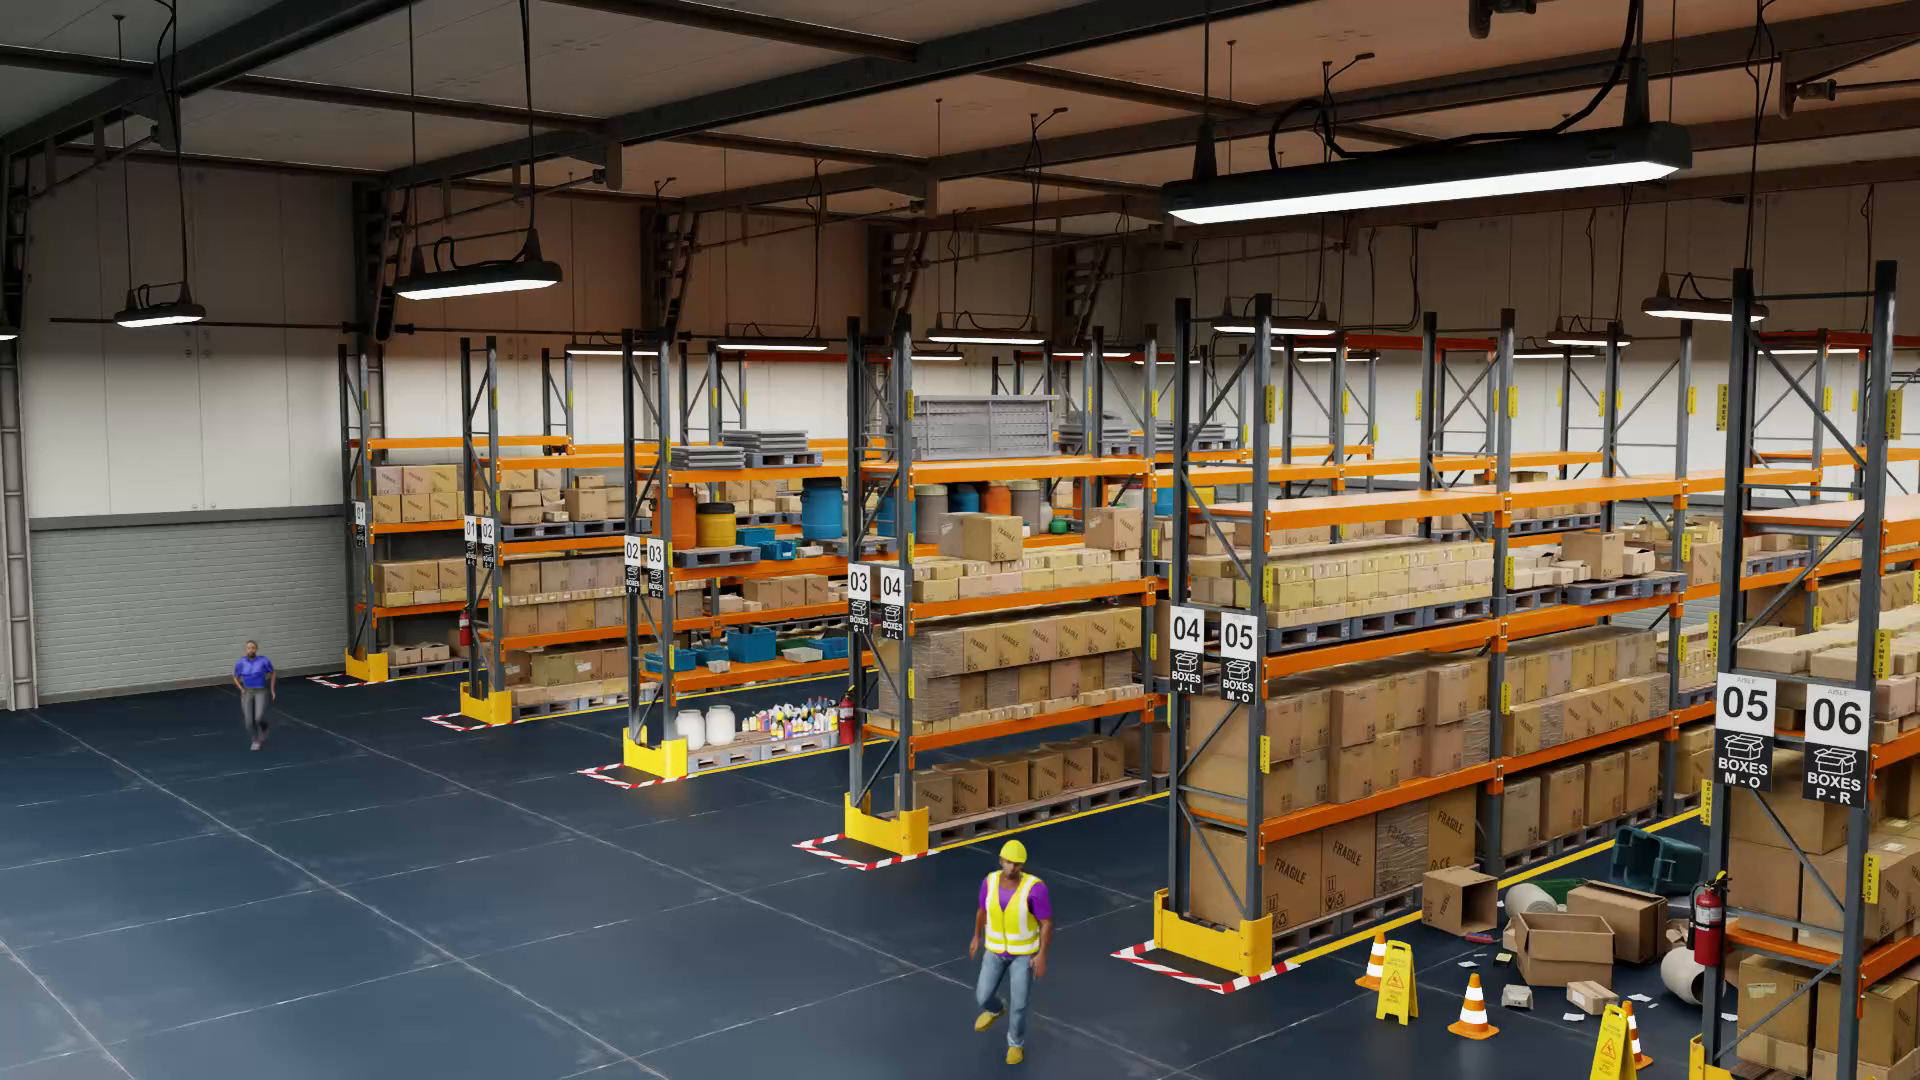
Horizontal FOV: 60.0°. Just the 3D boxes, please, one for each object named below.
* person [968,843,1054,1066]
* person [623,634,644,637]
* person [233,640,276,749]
[{"bbox_3d":[0.377,3.167,12.796,0.738,1.729,0.722,2,5,17],"label":"person"},{"bbox_3d":[-6.165,1.546,31.307,0.706,1.706,0.852,0,5,-1],"label":"person"},{"bbox_3d":[-10.102,2.227,23.815,0.553,1.609,0.651,-2,5,-17],"label":"person"}]
